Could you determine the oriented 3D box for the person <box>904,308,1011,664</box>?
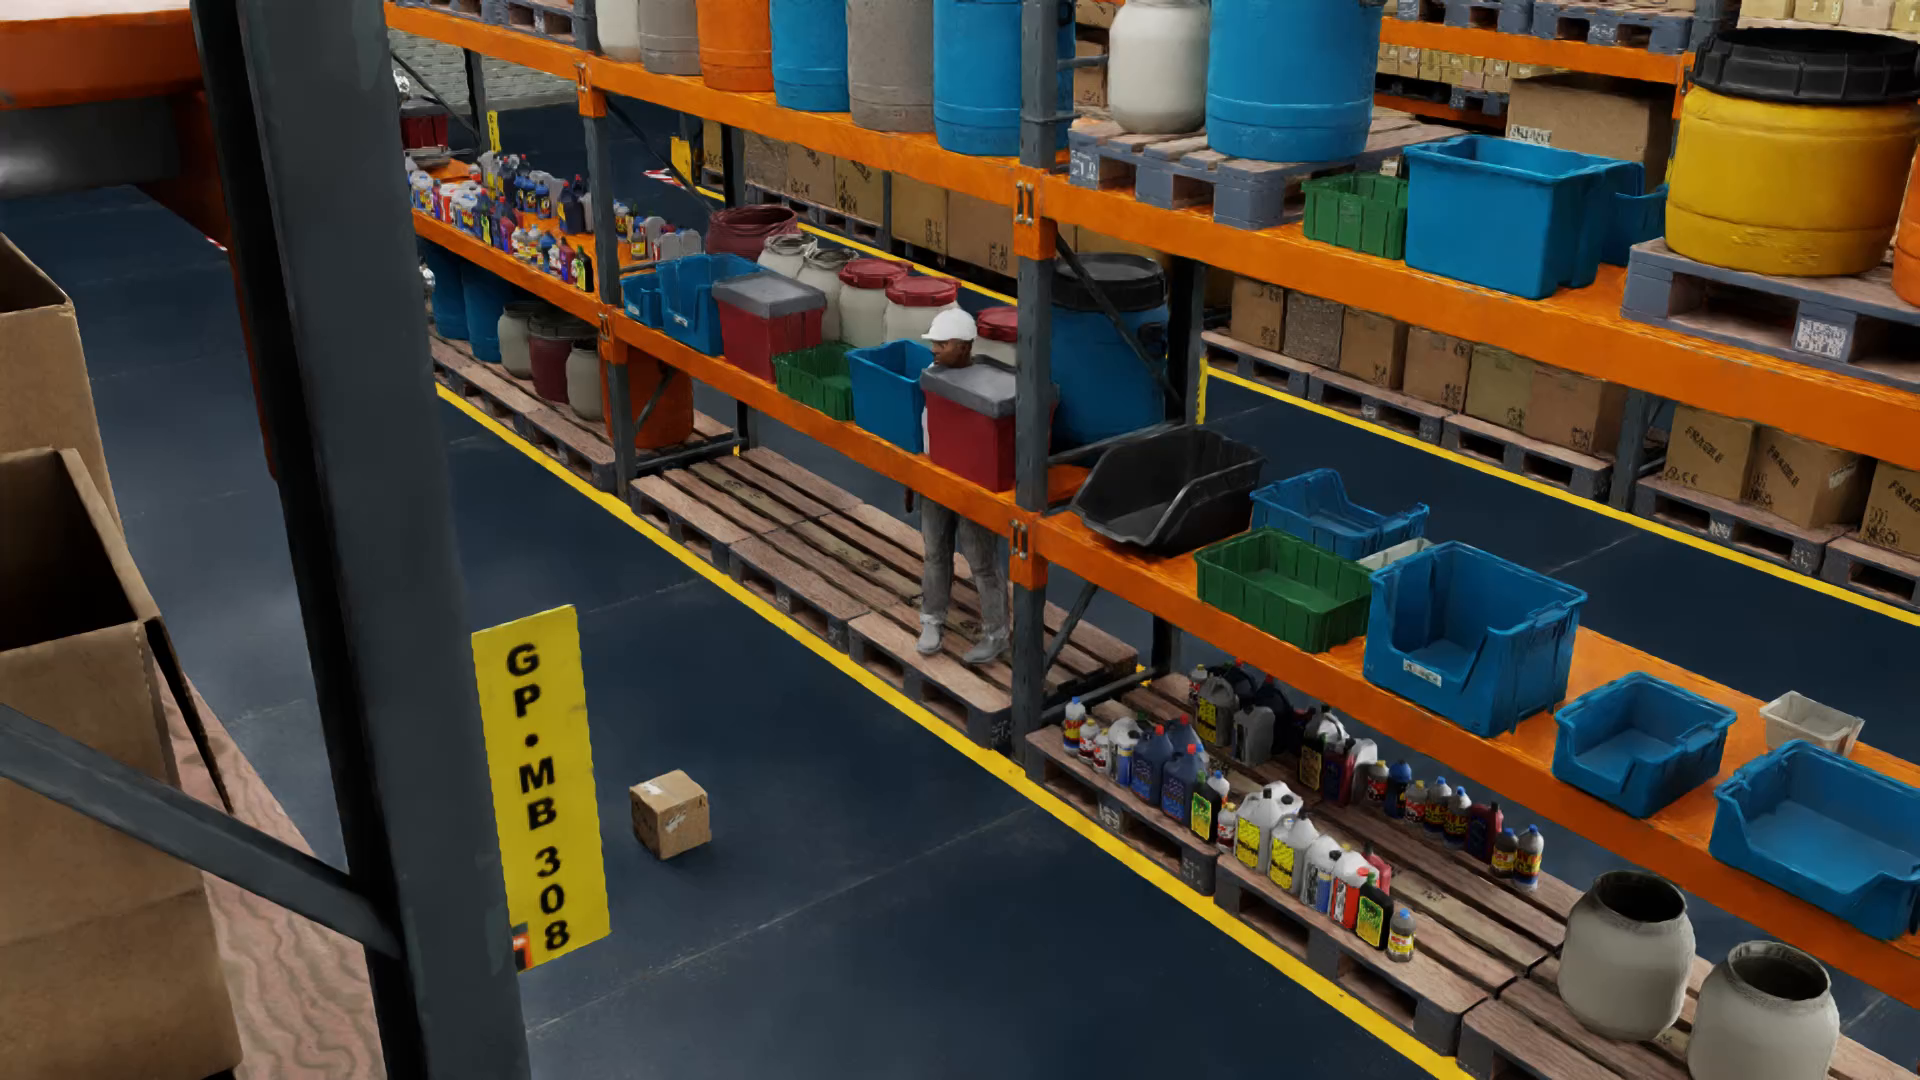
[{"bbox_3d":[-0.010,-0.261,8.097,0.422,1.766,0.579,-20,31,-36],"label":"person"}]
